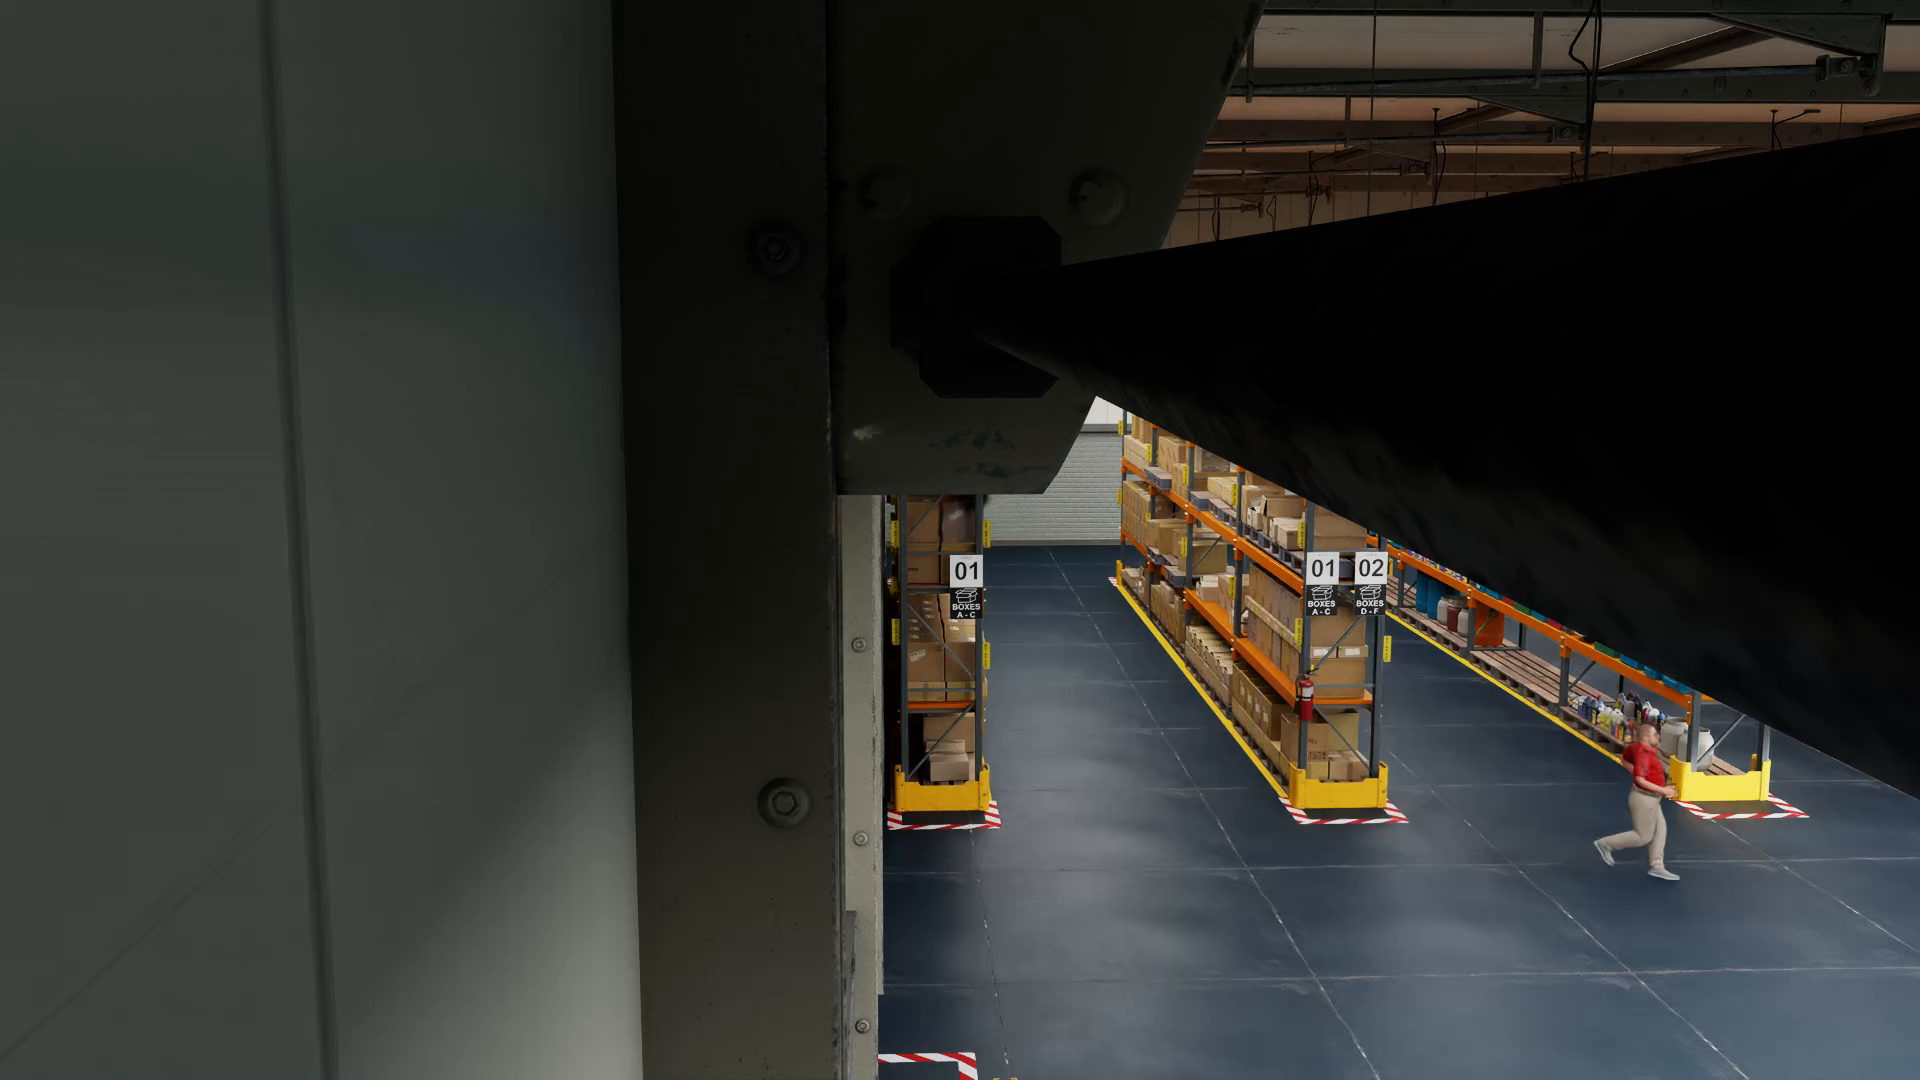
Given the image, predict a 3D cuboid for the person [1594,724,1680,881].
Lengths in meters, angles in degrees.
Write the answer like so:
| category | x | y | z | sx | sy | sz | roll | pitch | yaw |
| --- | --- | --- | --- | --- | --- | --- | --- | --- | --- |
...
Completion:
| category | x | y | z | sx | sy | sz | roll | pitch | yaw |
| --- | --- | --- | --- | --- | --- | --- | --- | --- | --- |
| person | 7.398 | 2.848 | 18.083 | 0.894 | 1.716 | 0.650 | 3 | 9 | 20 |
